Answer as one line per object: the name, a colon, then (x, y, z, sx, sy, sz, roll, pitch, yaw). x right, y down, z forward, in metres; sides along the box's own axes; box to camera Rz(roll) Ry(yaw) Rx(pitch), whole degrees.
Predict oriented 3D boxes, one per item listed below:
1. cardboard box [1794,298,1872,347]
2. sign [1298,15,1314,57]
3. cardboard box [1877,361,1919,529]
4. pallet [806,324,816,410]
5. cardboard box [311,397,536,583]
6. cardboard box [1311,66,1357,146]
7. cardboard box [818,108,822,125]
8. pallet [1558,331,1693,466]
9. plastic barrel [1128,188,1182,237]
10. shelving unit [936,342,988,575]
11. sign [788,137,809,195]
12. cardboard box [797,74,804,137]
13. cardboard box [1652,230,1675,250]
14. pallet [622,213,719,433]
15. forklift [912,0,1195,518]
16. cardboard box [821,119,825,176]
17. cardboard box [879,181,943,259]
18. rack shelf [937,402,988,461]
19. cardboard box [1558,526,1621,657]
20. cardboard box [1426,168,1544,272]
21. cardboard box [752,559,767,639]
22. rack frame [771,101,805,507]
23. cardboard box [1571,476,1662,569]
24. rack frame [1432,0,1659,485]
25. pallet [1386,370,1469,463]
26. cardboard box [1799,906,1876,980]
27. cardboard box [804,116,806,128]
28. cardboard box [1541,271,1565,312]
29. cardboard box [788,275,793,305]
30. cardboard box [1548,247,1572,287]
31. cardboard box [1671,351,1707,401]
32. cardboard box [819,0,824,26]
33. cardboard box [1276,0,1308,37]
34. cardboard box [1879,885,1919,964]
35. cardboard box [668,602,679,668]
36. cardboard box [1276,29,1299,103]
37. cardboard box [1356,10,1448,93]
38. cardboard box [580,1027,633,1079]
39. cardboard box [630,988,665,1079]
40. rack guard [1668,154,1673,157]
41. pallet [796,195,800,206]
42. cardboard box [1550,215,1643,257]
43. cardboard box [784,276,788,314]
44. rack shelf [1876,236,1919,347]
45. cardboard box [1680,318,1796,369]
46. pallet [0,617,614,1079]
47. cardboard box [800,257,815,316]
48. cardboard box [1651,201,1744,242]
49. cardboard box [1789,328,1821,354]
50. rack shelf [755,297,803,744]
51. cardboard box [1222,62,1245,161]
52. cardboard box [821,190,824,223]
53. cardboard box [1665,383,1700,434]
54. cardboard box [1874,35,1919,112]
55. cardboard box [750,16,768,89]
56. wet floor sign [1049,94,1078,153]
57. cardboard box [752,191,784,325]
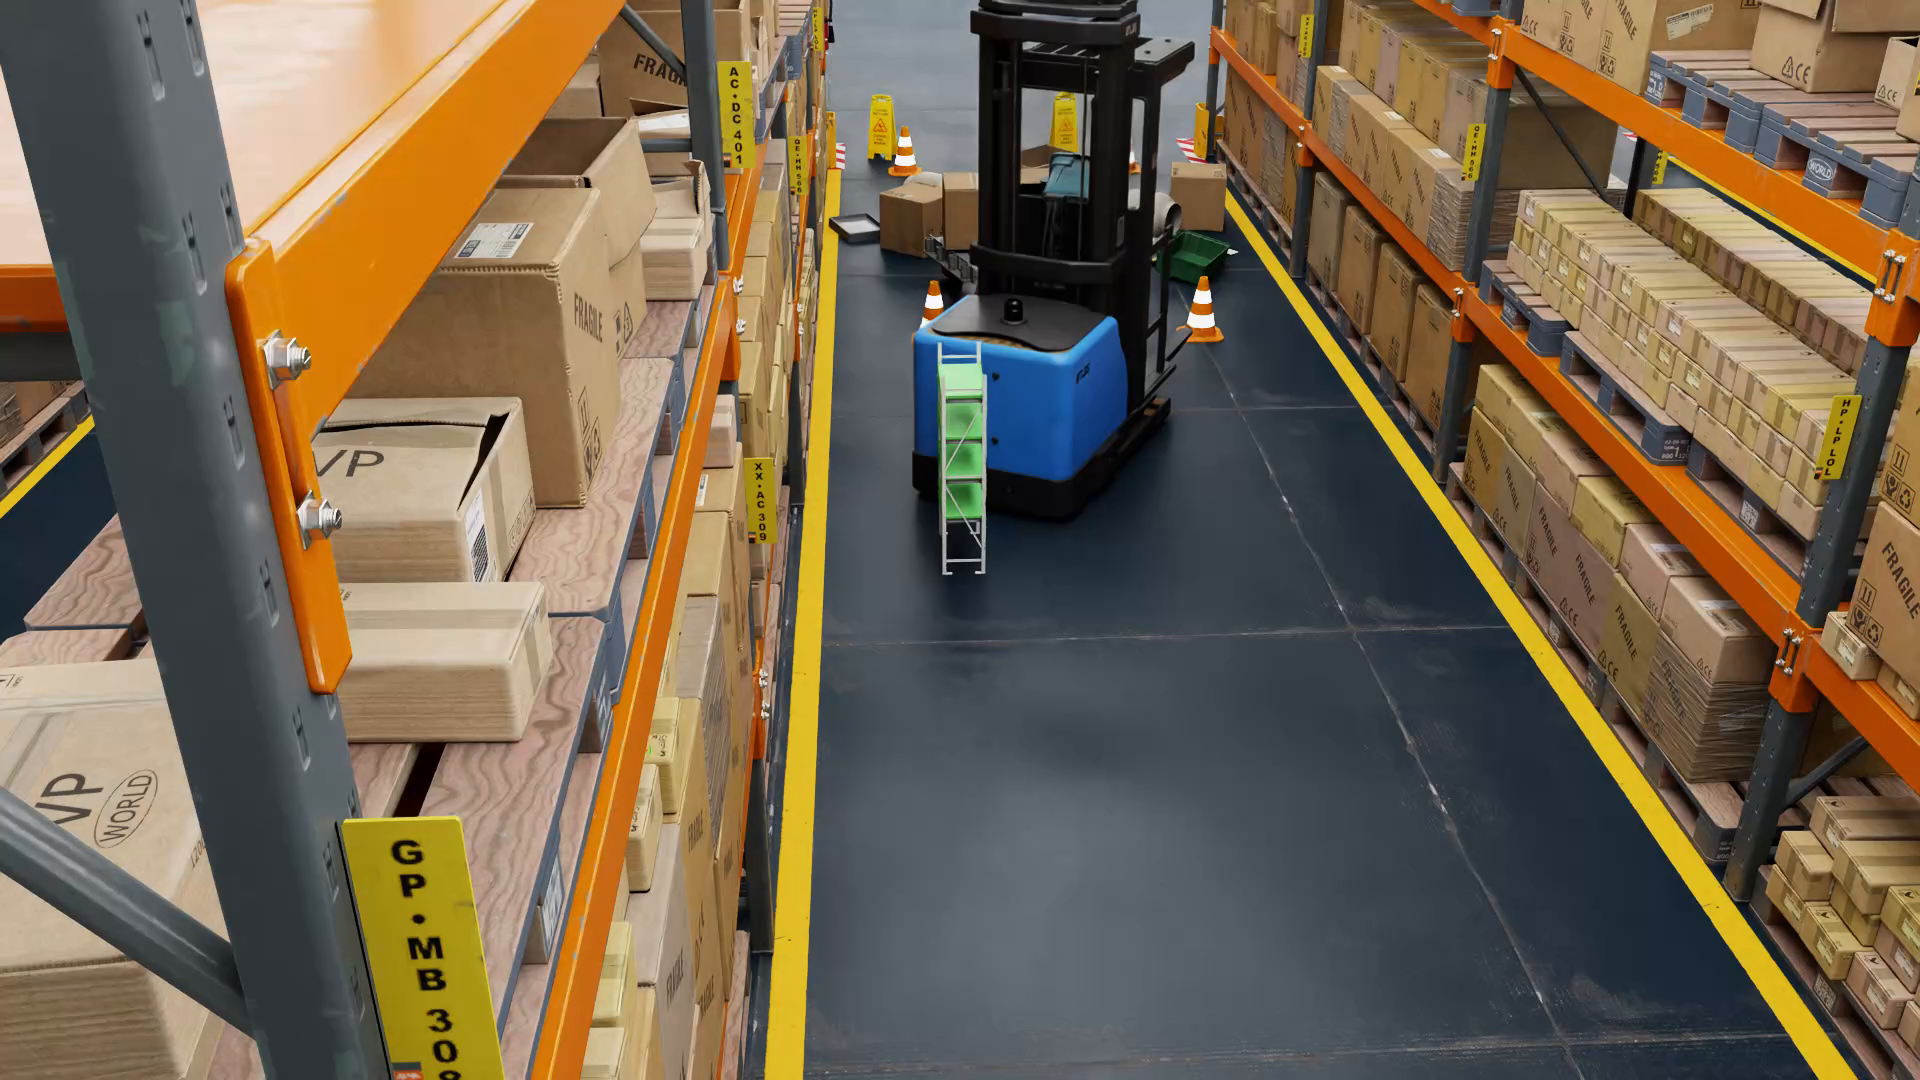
cardboard box: (4.066, -0.996, 7.590, 0.380, 0.149, 0.250, 0, 28, -1)
sign: (2.724, -3.967, 13.090, 0.100, 0.325, 0.005, -1, 28, -3)
cardboard box: (3.476, -0.272, 5.518, 0.500, 0.500, 0.500, -1, 28, -1)
pallet: (-1.551, -1.235, 11.889, 1.003, 0.211, 1.213, -1, 28, -3)
cardboard box: (-1.061, -0.067, 2.926, 0.500, 0.311, 0.500, -1, 28, -2)
cardboard box: (3.037, -3.357, 12.834, 0.500, 0.500, 0.500, -1, 28, -2)
cardboard box: (-1.413, -3.682, 14.574, 0.380, 0.149, 0.250, 0, 28, 0)
pallet: (3.631, -0.716, 8.087, 1.003, 0.211, 1.213, -1, 28, -3)
plastic barrel: (1.687, -2.906, 14.864, 0.512, 0.421, 0.421, 19, 33, 32)
shelving unit: (0.009, -0.456, 9.326, 0.258, 1.200, 0.503, -1, 28, -3)
sign: (-0.897, -2.077, 9.236, 0.100, 0.325, 0.005, -1, 28, -3)
cardboard box: (-1.358, -3.083, 11.533, 0.500, 0.500, 0.500, 0, 28, -1)
cardboard box: (3.983, -1.581, 9.033, 0.380, 0.149, 0.250, 0, 28, -1)
pallet: (-1.210, -0.614, 4.535, 1.003, 0.211, 1.213, -1, 28, -3)
forklift: (0.781, -2.088, 10.584, 1.130, 2.935, 3.031, 12, 30, 22)
cardboard box: (-1.486, -3.460, 14.849, 0.500, 0.500, 0.500, 0, 28, 0)
cardboard box: (-0.357, -2.816, 14.606, 0.500, 0.500, 0.500, 19, 33, 32)
rack shelf: (0.009, -0.612, 9.245, 0.258, 0.148, 0.480, -1, 28, -3)
cardboard box: (3.357, 0.245, 8.285, 0.500, 0.500, 0.500, -2, 28, -4)
cardboard box: (3.195, -1.960, 10.157, 0.500, 0.500, 0.500, -1, 28, -3)
cardboard box: (-1.001, 0.156, 6.370, 0.500, 0.250, 0.500, -2, 28, -4)
rack frame: (-1.451, -1.548, 9.475, 1.000, 3.000, 0.127, -1, 28, -3)
cardboard box: (3.349, -0.097, 8.130, 0.500, 0.250, 0.500, -3, 28, -5)
rack frame: (3.487, -1.714, 9.793, 1.000, 3.000, 0.127, -1, 28, -3)
pallet: (3.521, -0.844, 11.140, 1.003, 0.211, 1.213, -1, 28, -3)
cardboard box: (3.408, 1.509, 6.241, 0.380, 0.149, 0.250, -1, 28, -1)
cardboard box: (-1.312, -2.999, 12.074, 0.380, 0.149, 0.250, -2, 28, -3)
cardboard box: (3.337, -1.329, 8.872, 0.380, 0.149, 0.250, 0, 28, 0)
cardboard box: (-1.165, -1.254, 9.074, 0.500, 0.250, 0.500, -2, 28, -4)
cardboard box: (3.345, -1.445, 8.772, 0.380, 0.149, 0.250, -2, 28, -4)
cardboard box: (3.422, -0.736, 7.412, 0.380, 0.149, 0.250, -3, 28, -5)
cardboard box: (-1.471, -4.460, 13.546, 0.700, 0.500, 0.500, -1, 28, -2)
cardboard box: (3.148, -4.529, 13.861, 0.875, 0.550, 0.550, -1, 28, -3)
cardboard box: (3.525, 1.355, 5.893, 0.380, 0.149, 0.250, -2, 28, -3)
cardboard box: (-0.905, 0.250, 4.136, 0.380, 0.149, 0.250, -2, 28, -4)
cardboard box: (3.196, -4.052, 14.113, 0.875, 0.550, 0.550, -1, 28, -3)
cardboard box: (3.339, -3.583, 12.186, 0.700, 0.500, 0.500, -2, 28, -3)
cardboard box: (-0.759, 0.958, 2.778, 0.380, 0.149, 0.250, -1, 28, -1)
cardboard box: (-0.808, 1.192, 3.032, 0.500, 0.500, 0.500, -2, 28, -4)
rack guard: (8.032, -4.339, 17.528, 1.175, 0.500, 0.348, -1, 28, -3)
pallet: (-1.595, -2.376, 11.270, 1.003, 0.211, 1.213, -1, 28, -3)
cardboard box: (3.343, -1.597, 8.743, 0.380, 0.149, 0.250, -2, 28, -3)
cardboard box: (-1.141, -1.249, 8.523, 0.500, 0.250, 0.500, -2, 28, -4)
rack shelf: (3.800, 0.045, 3.953, 1.077, 0.370, 4.000, -1, 28, -3)
cardboard box: (3.430, -0.865, 7.338, 0.380, 0.149, 0.250, -2, 28, -4)
pallet: (-1.082, 0.513, 2.374, 1.003, 0.211, 1.213, -1, 28, -3)
cardboard box: (-1.589, -1.842, 12.426, 0.950, 0.372, 0.625, 0, 28, 1)
cardboard box: (3.981, -1.722, 8.982, 0.380, 0.149, 0.250, -2, 28, -3)
cardboard box: (4.061, -0.873, 7.676, 0.380, 0.149, 0.250, -2, 28, -4)
rack shelf: (-1.347, -0.306, 7.870, 1.077, 0.370, 4.000, -1, 28, -3)
cardboard box: (3.171, -4.341, 16.674, 0.875, 0.875, 0.875, -1, 28, -2)
cardboard box: (-1.460, -2.888, 14.562, 0.500, 0.250, 0.500, 0, 28, 0)
cardboard box: (3.419, -0.600, 7.474, 0.380, 0.149, 0.250, -3, 28, -5)
cardboard box: (3.860, -1.755, 6.270, 0.500, 0.311, 0.500, -2, 28, -3)
cardboard box: (-0.988, -2.010, 6.807, 0.396, 0.266, 0.258, 1, 28, 2)
wet floor sign: (1.090, -4.331, 17.355, 0.267, 0.644, 0.232, -6, 28, -11)
cardboard box: (-1.108, -1.337, 7.881, 0.500, 0.500, 0.500, -1, 28, -3)
